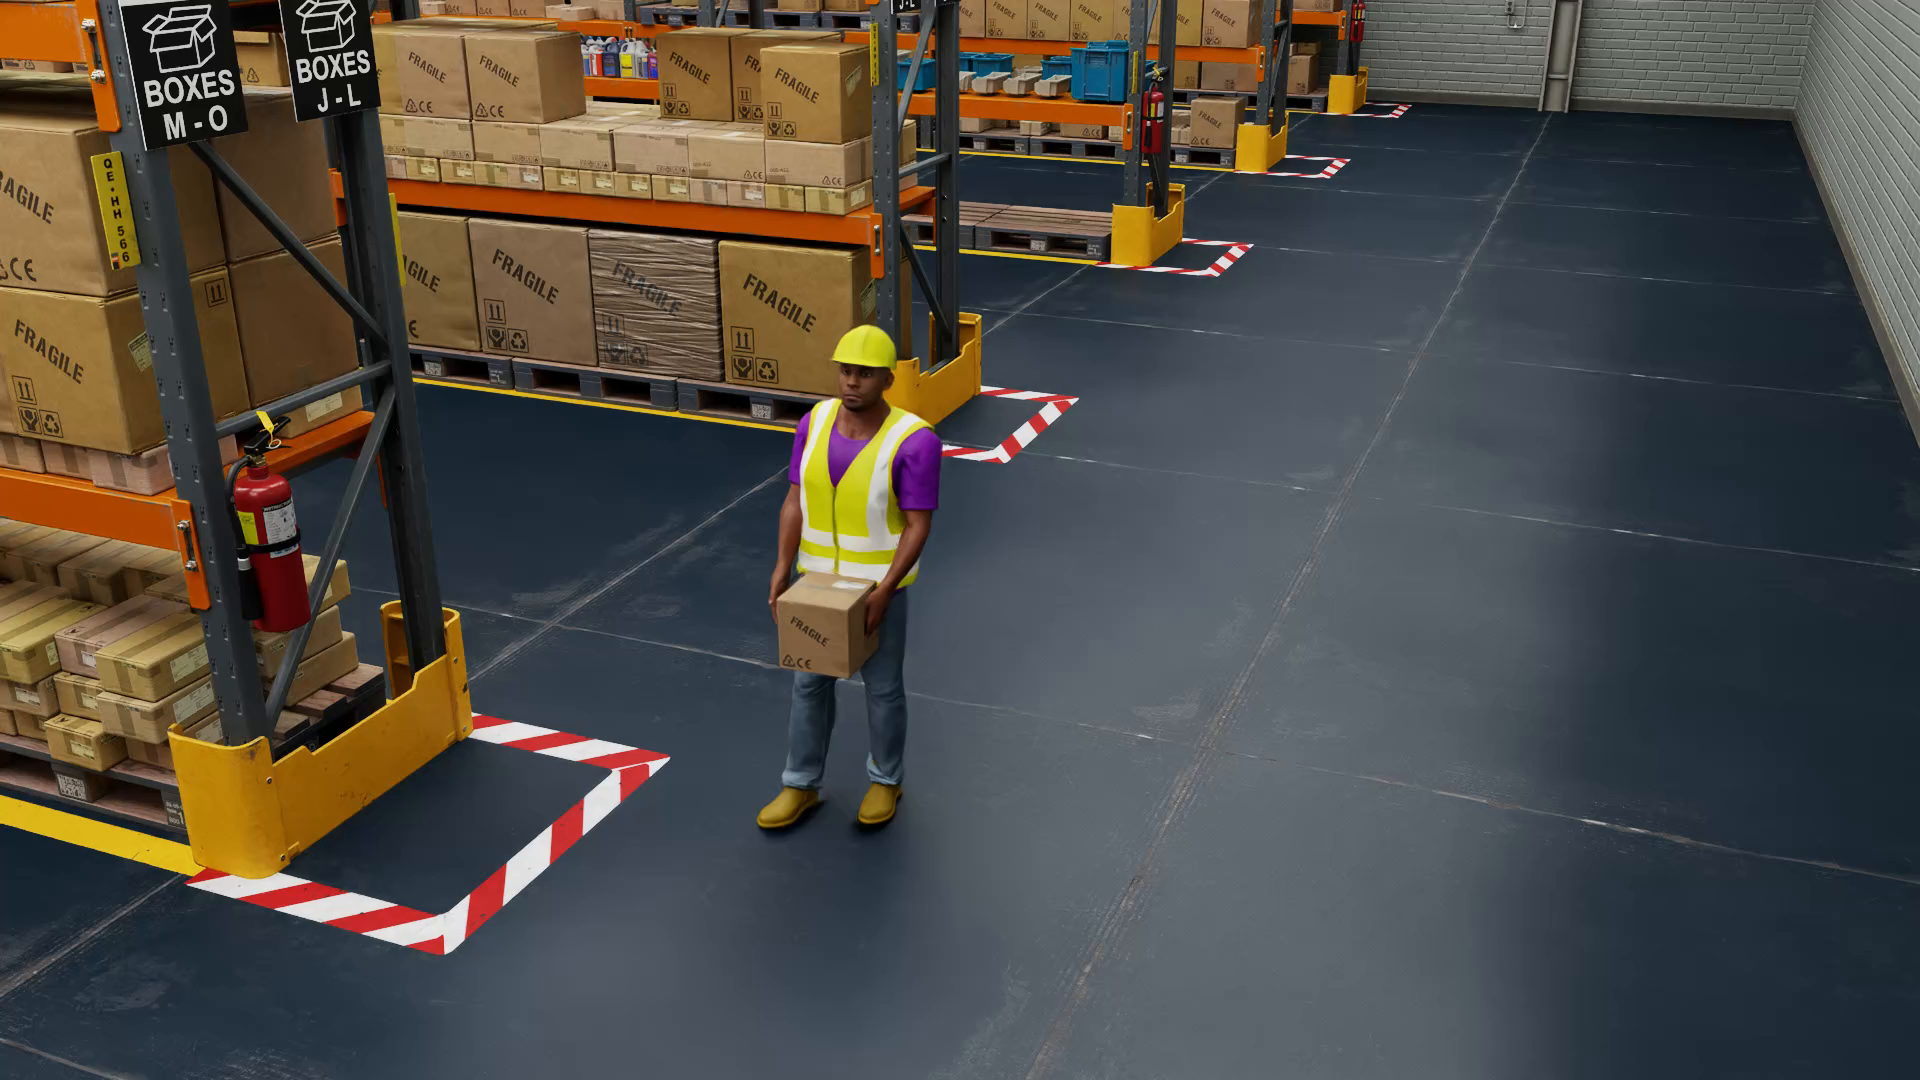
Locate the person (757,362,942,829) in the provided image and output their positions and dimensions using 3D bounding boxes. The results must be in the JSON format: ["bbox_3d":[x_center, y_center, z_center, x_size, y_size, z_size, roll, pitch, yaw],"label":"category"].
[{"bbox_3d":[-0.376,0.181,5.649,0.571,1.734,0.551,10,24,22],"label":"person"}]
